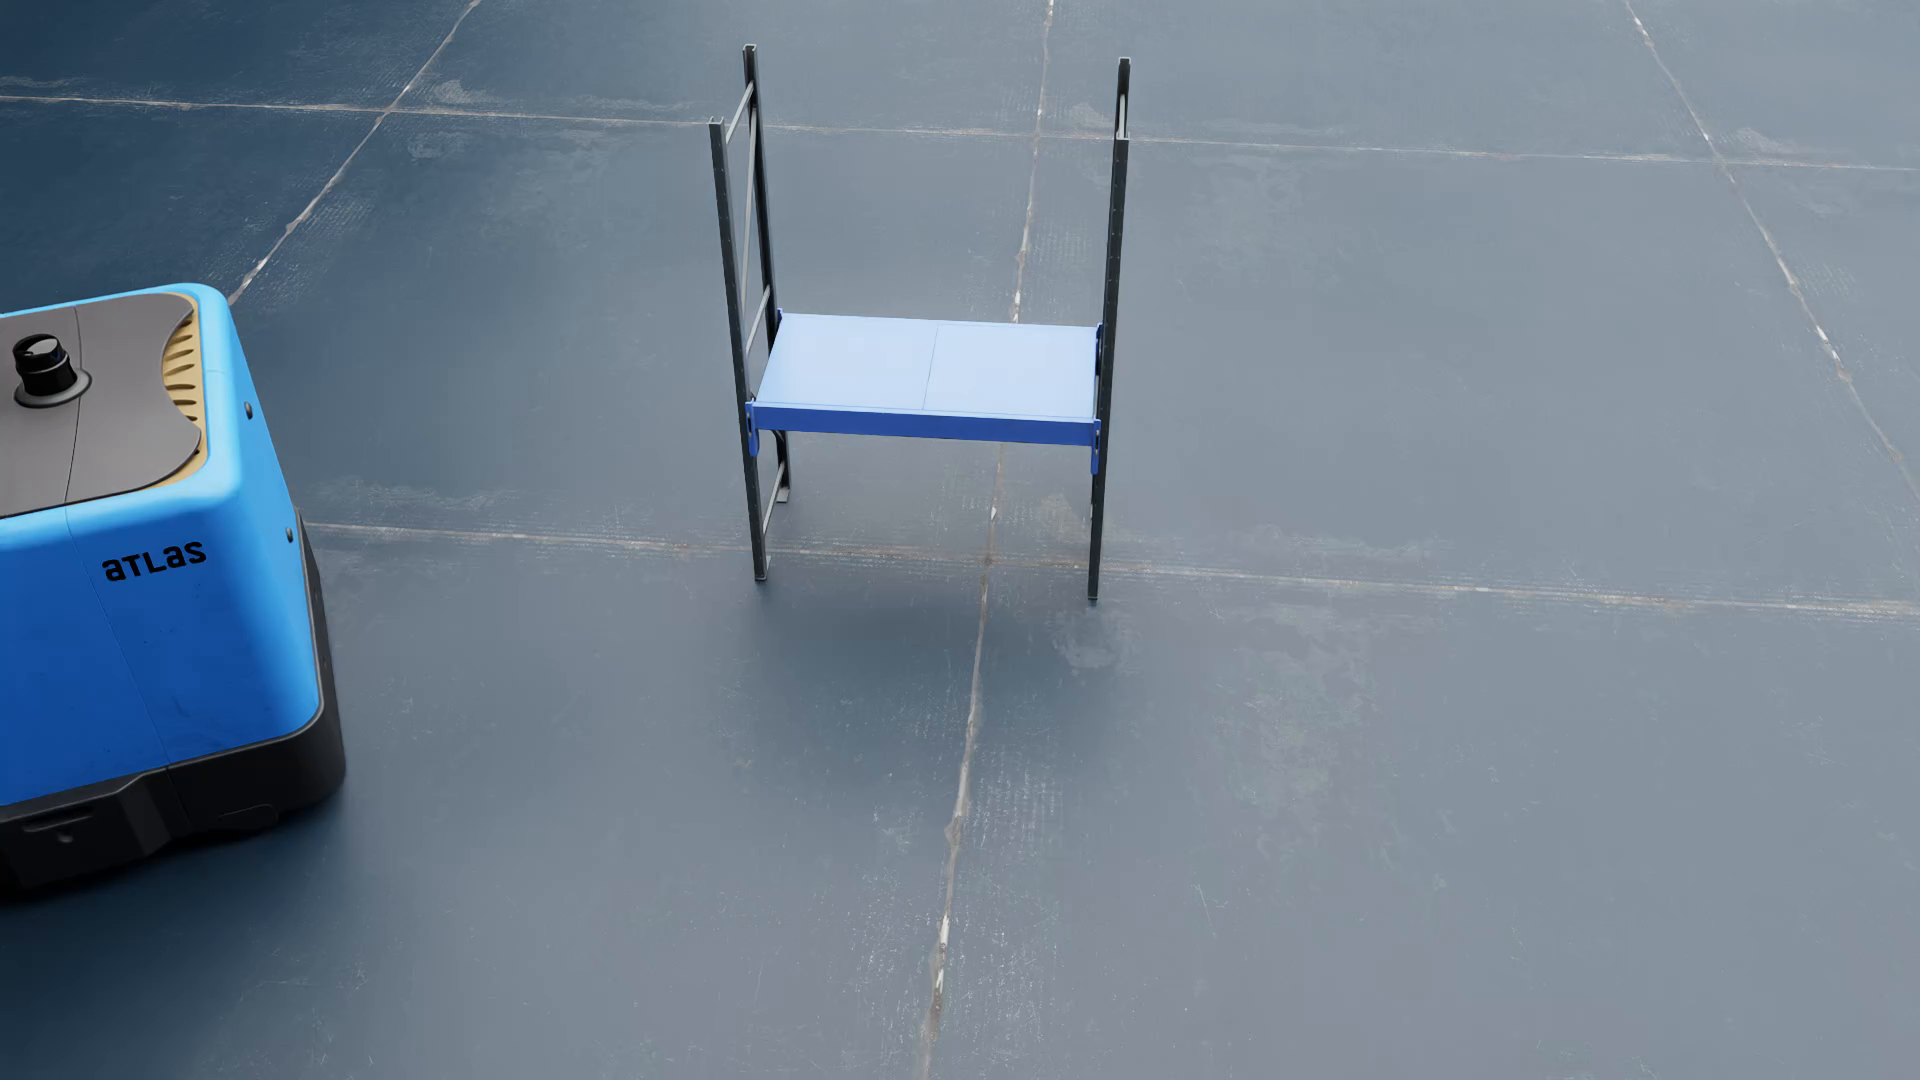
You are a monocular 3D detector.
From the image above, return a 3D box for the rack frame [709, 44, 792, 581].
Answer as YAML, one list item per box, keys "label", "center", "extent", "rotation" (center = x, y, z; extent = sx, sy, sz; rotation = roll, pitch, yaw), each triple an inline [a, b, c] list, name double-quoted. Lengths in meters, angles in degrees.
- label: "rack frame"
  center: [-0.591, -0.614, 4.816]
  extent: [0.032, 1.500, 0.500]
  rotation: [3, 39, 4]

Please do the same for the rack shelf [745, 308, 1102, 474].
- label: "rack shelf"
  center: [-0.085, -0.447, 4.896]
  extent: [1.000, 0.185, 0.538]
  rotation: [3, 39, 4]

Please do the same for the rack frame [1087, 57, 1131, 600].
- label: "rack frame"
  center: [0.421, -0.559, 4.748]
  extent: [0.032, 1.500, 0.500]
  rotation: [3, 39, 4]

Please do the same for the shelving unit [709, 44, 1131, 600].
- label: "shelving unit"
  center: [-0.085, -0.586, 4.782]
  extent: [1.048, 1.500, 0.538]
  rotation: [3, 39, 4]

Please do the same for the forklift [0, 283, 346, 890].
- label: "forklift"
  center: [-3.190, -0.383, 3.399]
  extent: [3.031, 2.935, 1.130]
  rotation: [-14, 41, -16]
